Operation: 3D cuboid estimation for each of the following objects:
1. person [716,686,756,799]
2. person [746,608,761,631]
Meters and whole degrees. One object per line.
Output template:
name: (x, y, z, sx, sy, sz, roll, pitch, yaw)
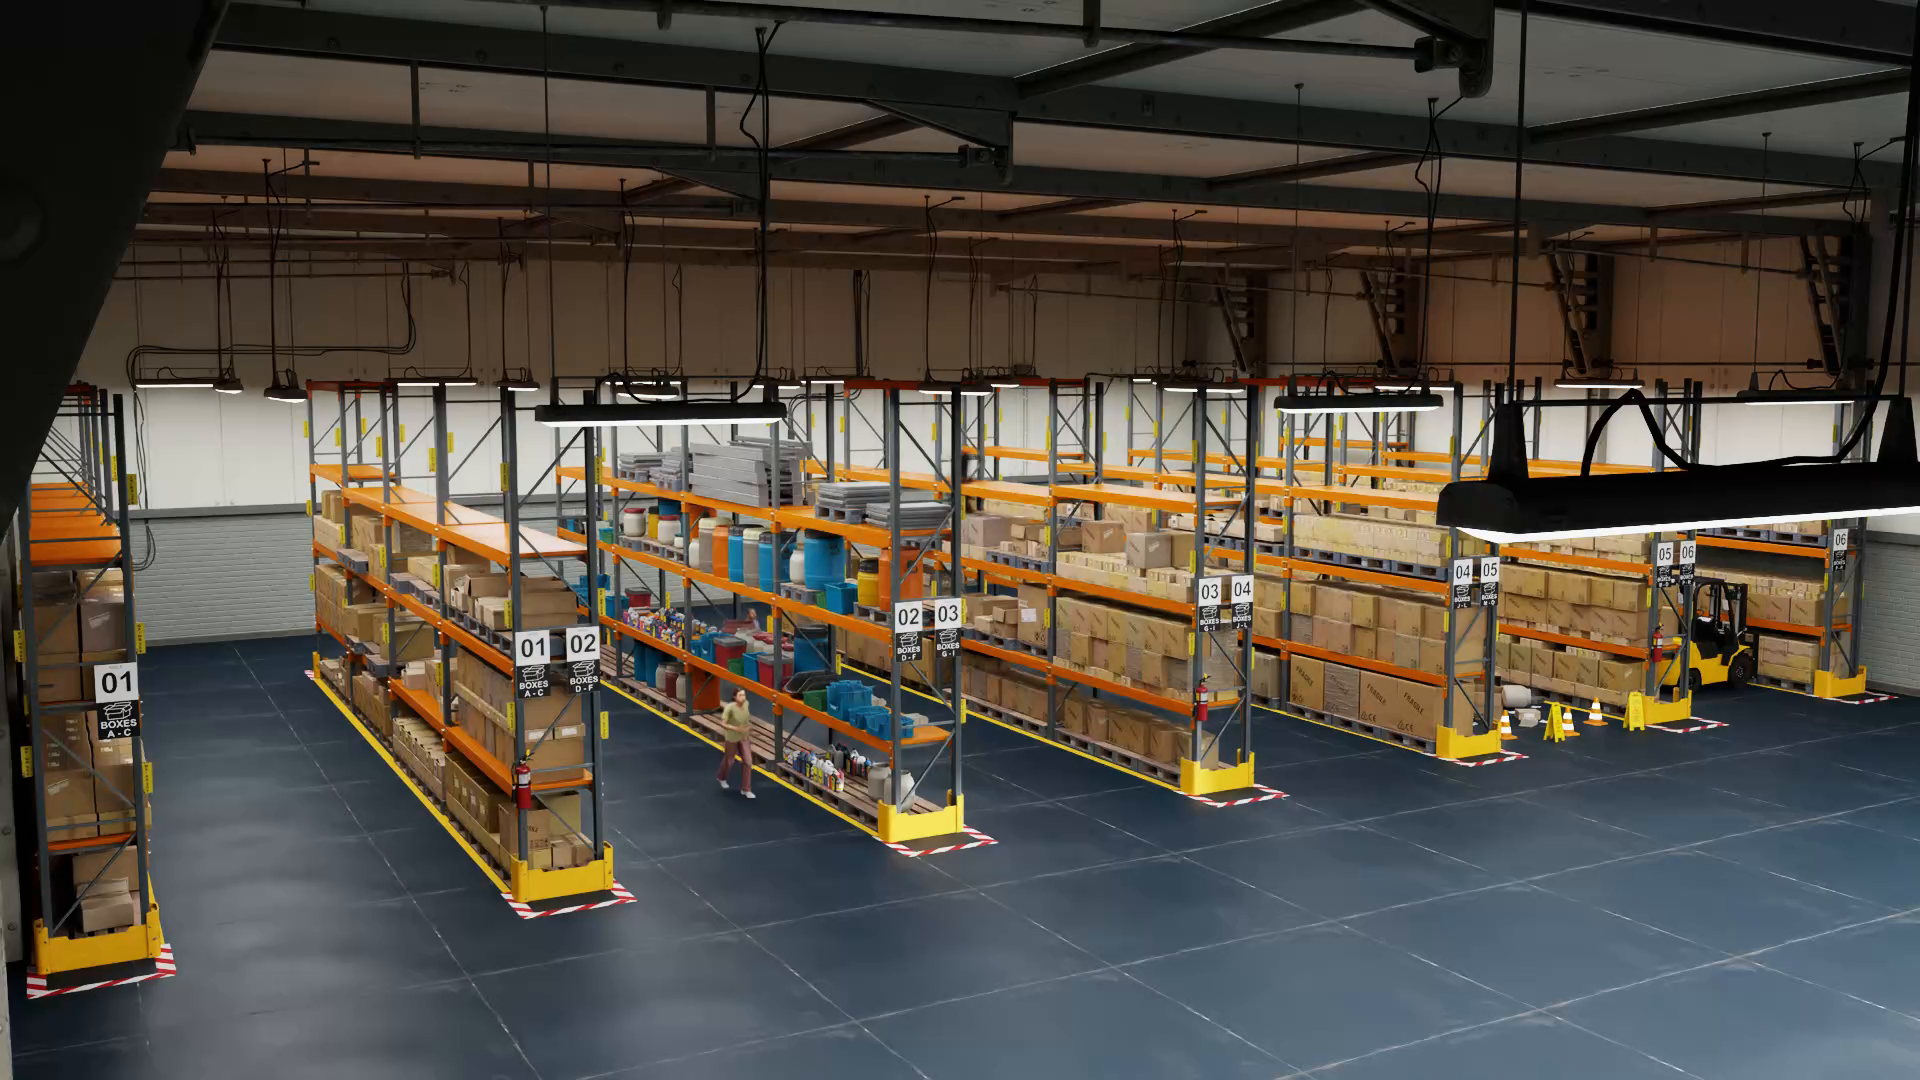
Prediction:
person: (-3.313, 2.929, 24.392, 0.572, 1.626, 0.937, -4, 7, -34)
person: (-4.094, 2.109, 32.346, 0.608, 1.613, 0.627, -6, 9, -44)
